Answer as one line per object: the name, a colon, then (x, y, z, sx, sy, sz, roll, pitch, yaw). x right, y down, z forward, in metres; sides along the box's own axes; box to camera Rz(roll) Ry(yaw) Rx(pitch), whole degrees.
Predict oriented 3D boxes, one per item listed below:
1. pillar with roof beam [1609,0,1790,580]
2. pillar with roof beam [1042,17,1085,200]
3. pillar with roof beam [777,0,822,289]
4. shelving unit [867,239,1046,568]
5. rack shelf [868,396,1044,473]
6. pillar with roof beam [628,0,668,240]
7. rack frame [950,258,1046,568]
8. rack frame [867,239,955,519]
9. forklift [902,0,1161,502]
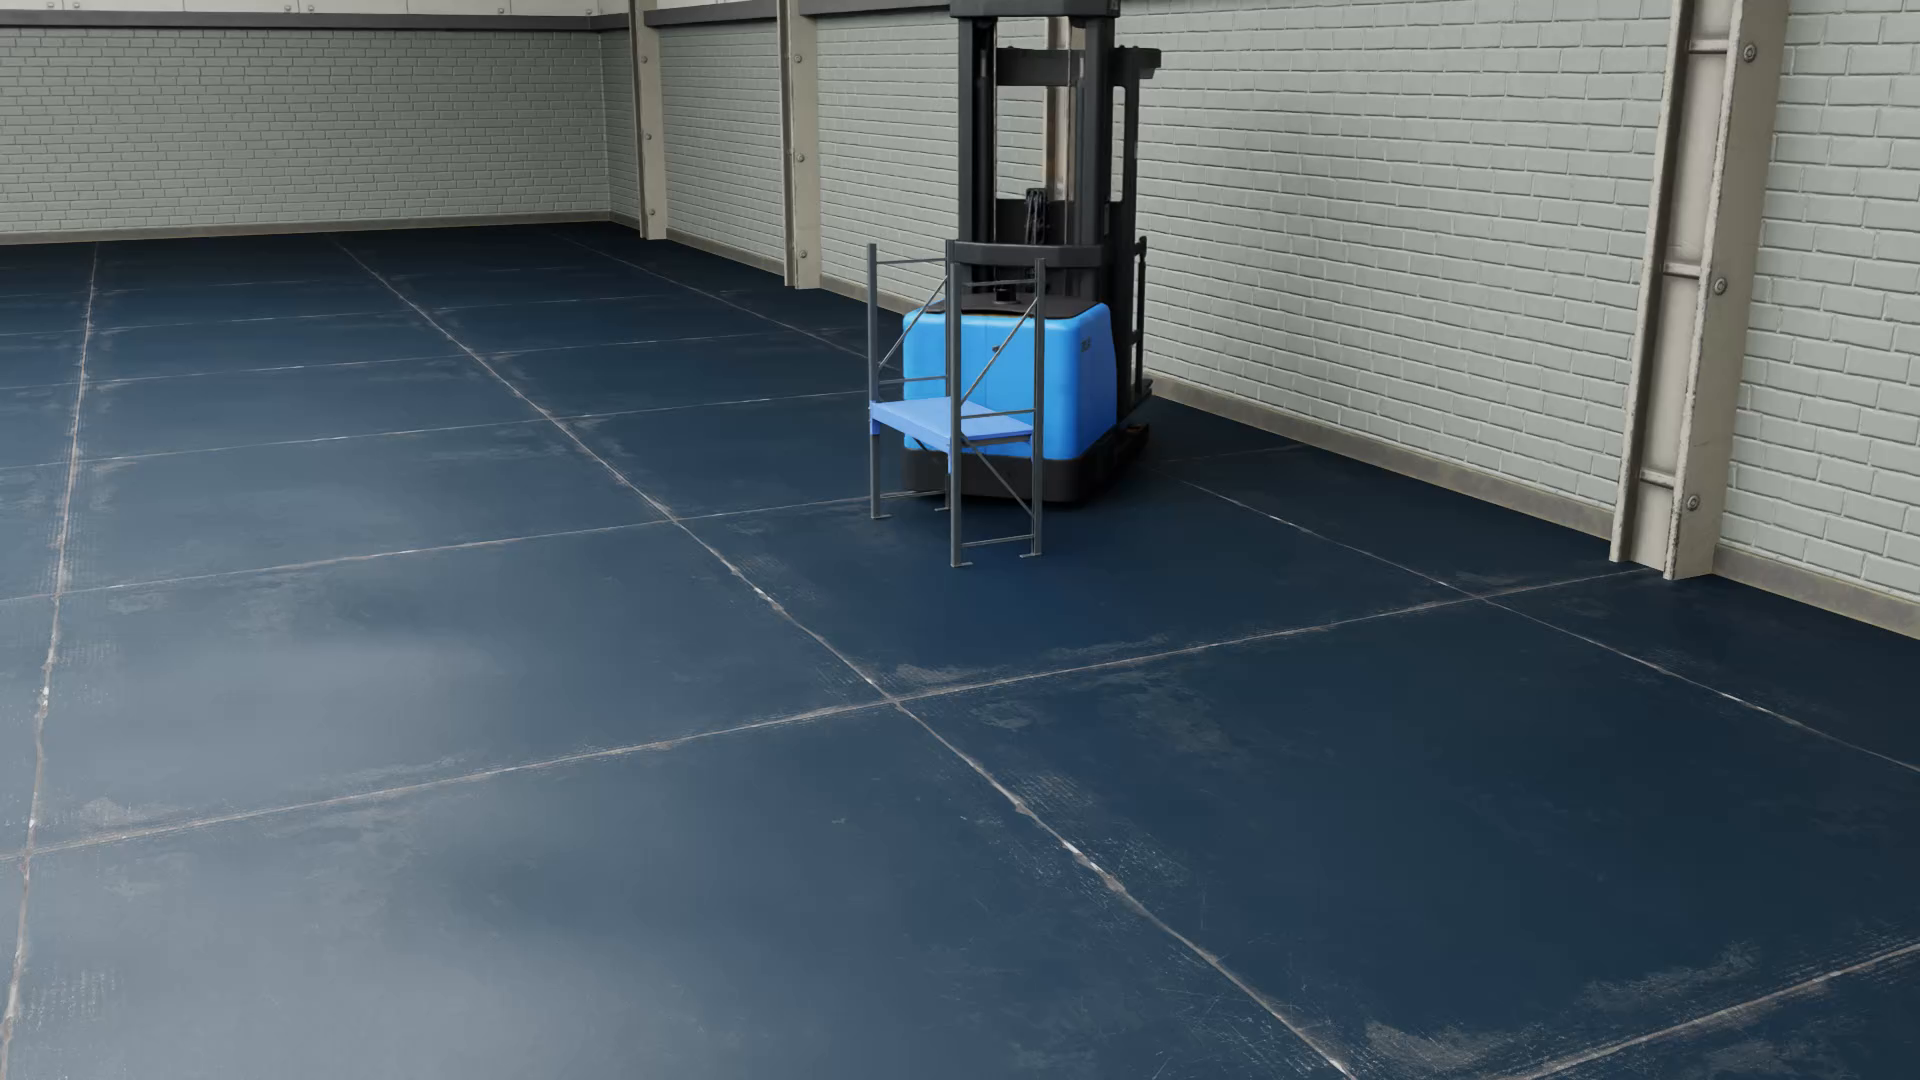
pillar with roof beam: (-0.367, -3.676, 5.247, 9.100, 9.000, 0.400, -8, 18, -25)
pillar with roof beam: (-2.996, -5.164, 10.432, 9.100, 9.000, 0.400, -8, 18, -25)
pillar with roof beam: (-5.624, -6.652, 15.616, 9.100, 9.000, 0.400, -8, 18, -25)
shelving unit: (-0.037, -0.742, 8.617, 0.538, 1.500, 1.048, -8, 18, -25)
rack shelf: (-0.037, -0.569, 8.667, 0.538, 0.185, 1.000, -8, 18, -25)
pillar with roof beam: (-8.253, -8.140, 20.800, 9.100, 9.000, 0.400, -8, 18, -25)
rack frame: (0.185, -0.616, 8.178, 0.500, 1.500, 0.032, -8, 18, -25)
rack frame: (-0.260, -0.868, 9.057, 0.500, 1.500, 0.032, -8, 18, -25)
forklift: (0.601, -1.982, 10.345, 1.130, 2.935, 3.031, 5, 17, 17)
